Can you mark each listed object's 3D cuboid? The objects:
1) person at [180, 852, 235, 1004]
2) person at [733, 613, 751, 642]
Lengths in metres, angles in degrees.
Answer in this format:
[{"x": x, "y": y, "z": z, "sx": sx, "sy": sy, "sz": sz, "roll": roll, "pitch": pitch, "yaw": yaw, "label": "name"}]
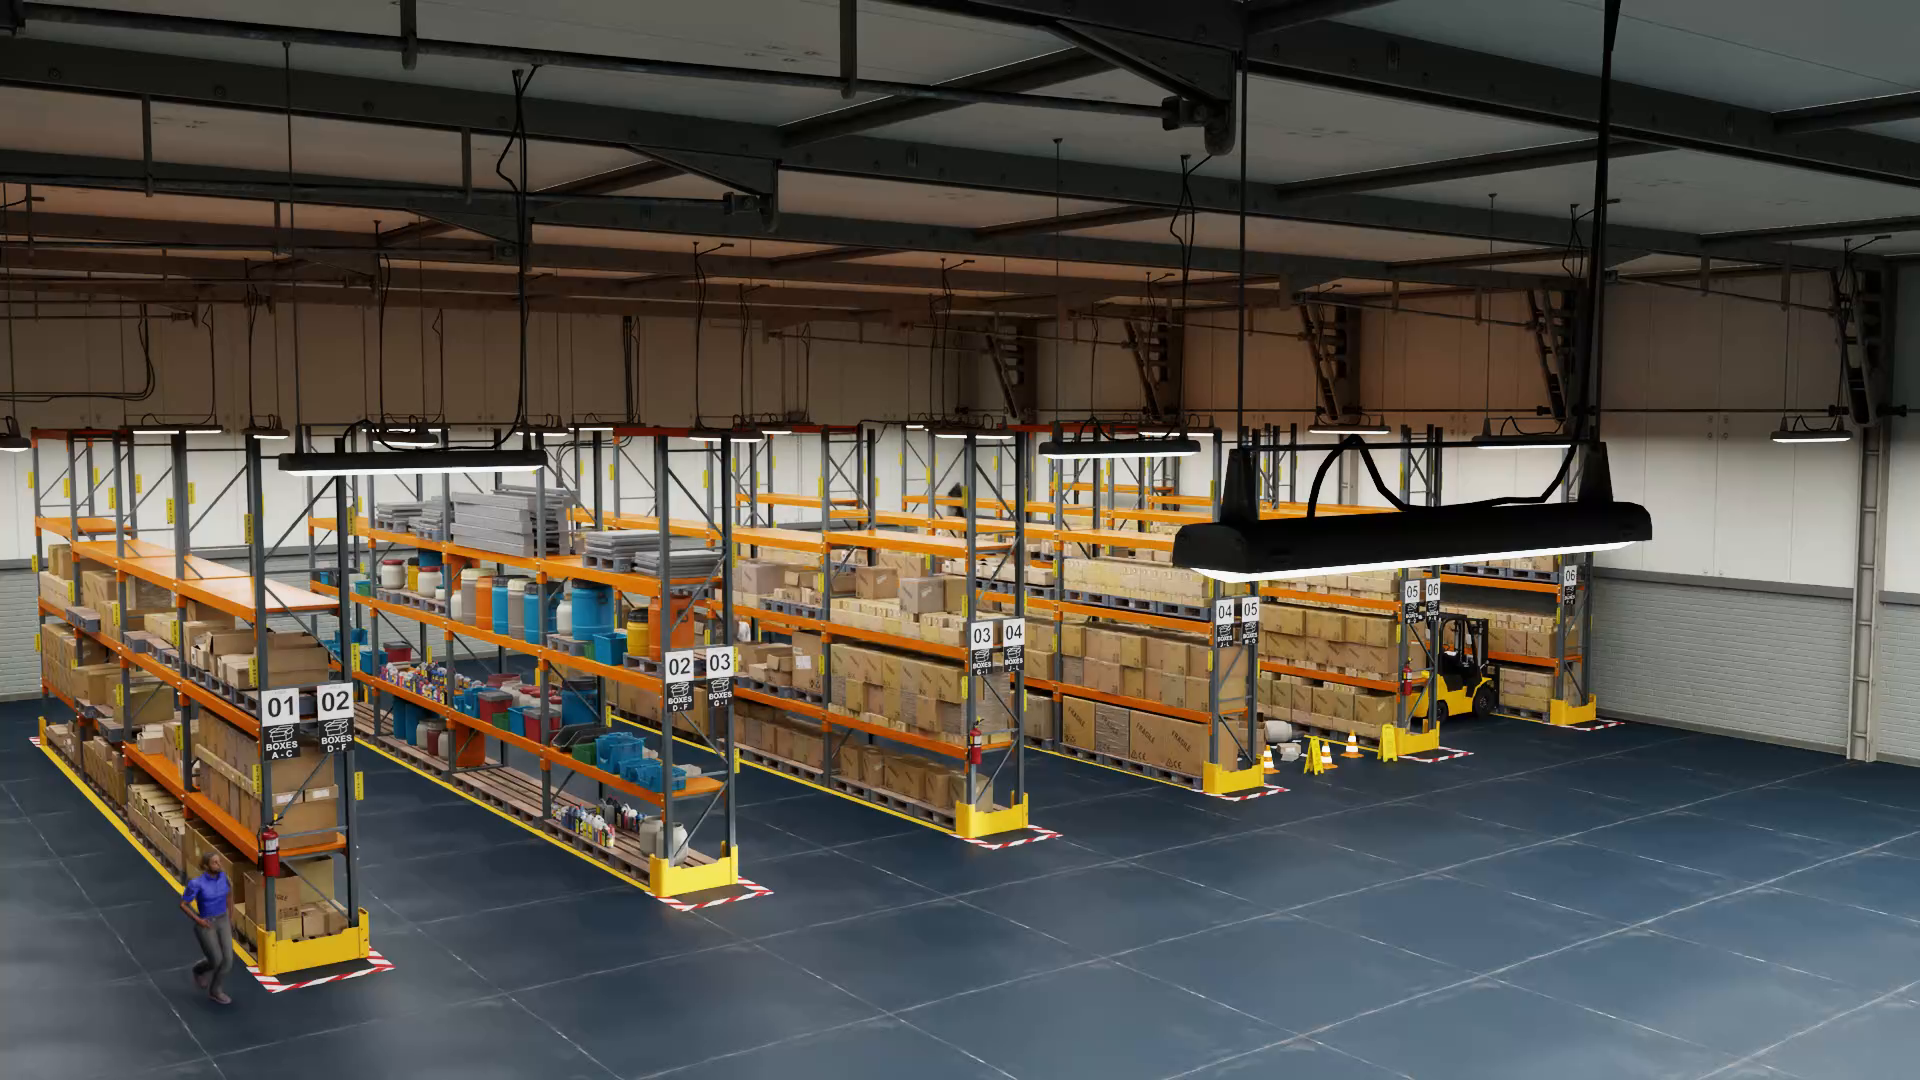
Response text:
[{"x": -8.028, "y": 4.138, "z": 17.813, "sx": 0.523, "sy": 1.626, "sz": 0.610, "roll": 3, "pitch": 5, "yaw": 32, "label": "person"}, {"x": -5.074, "y": 2.505, "z": 37.805, "sx": 0.719, "sy": 1.776, "sz": 0.730, "roll": -2, "pitch": 5, "yaw": -27, "label": "person"}]
